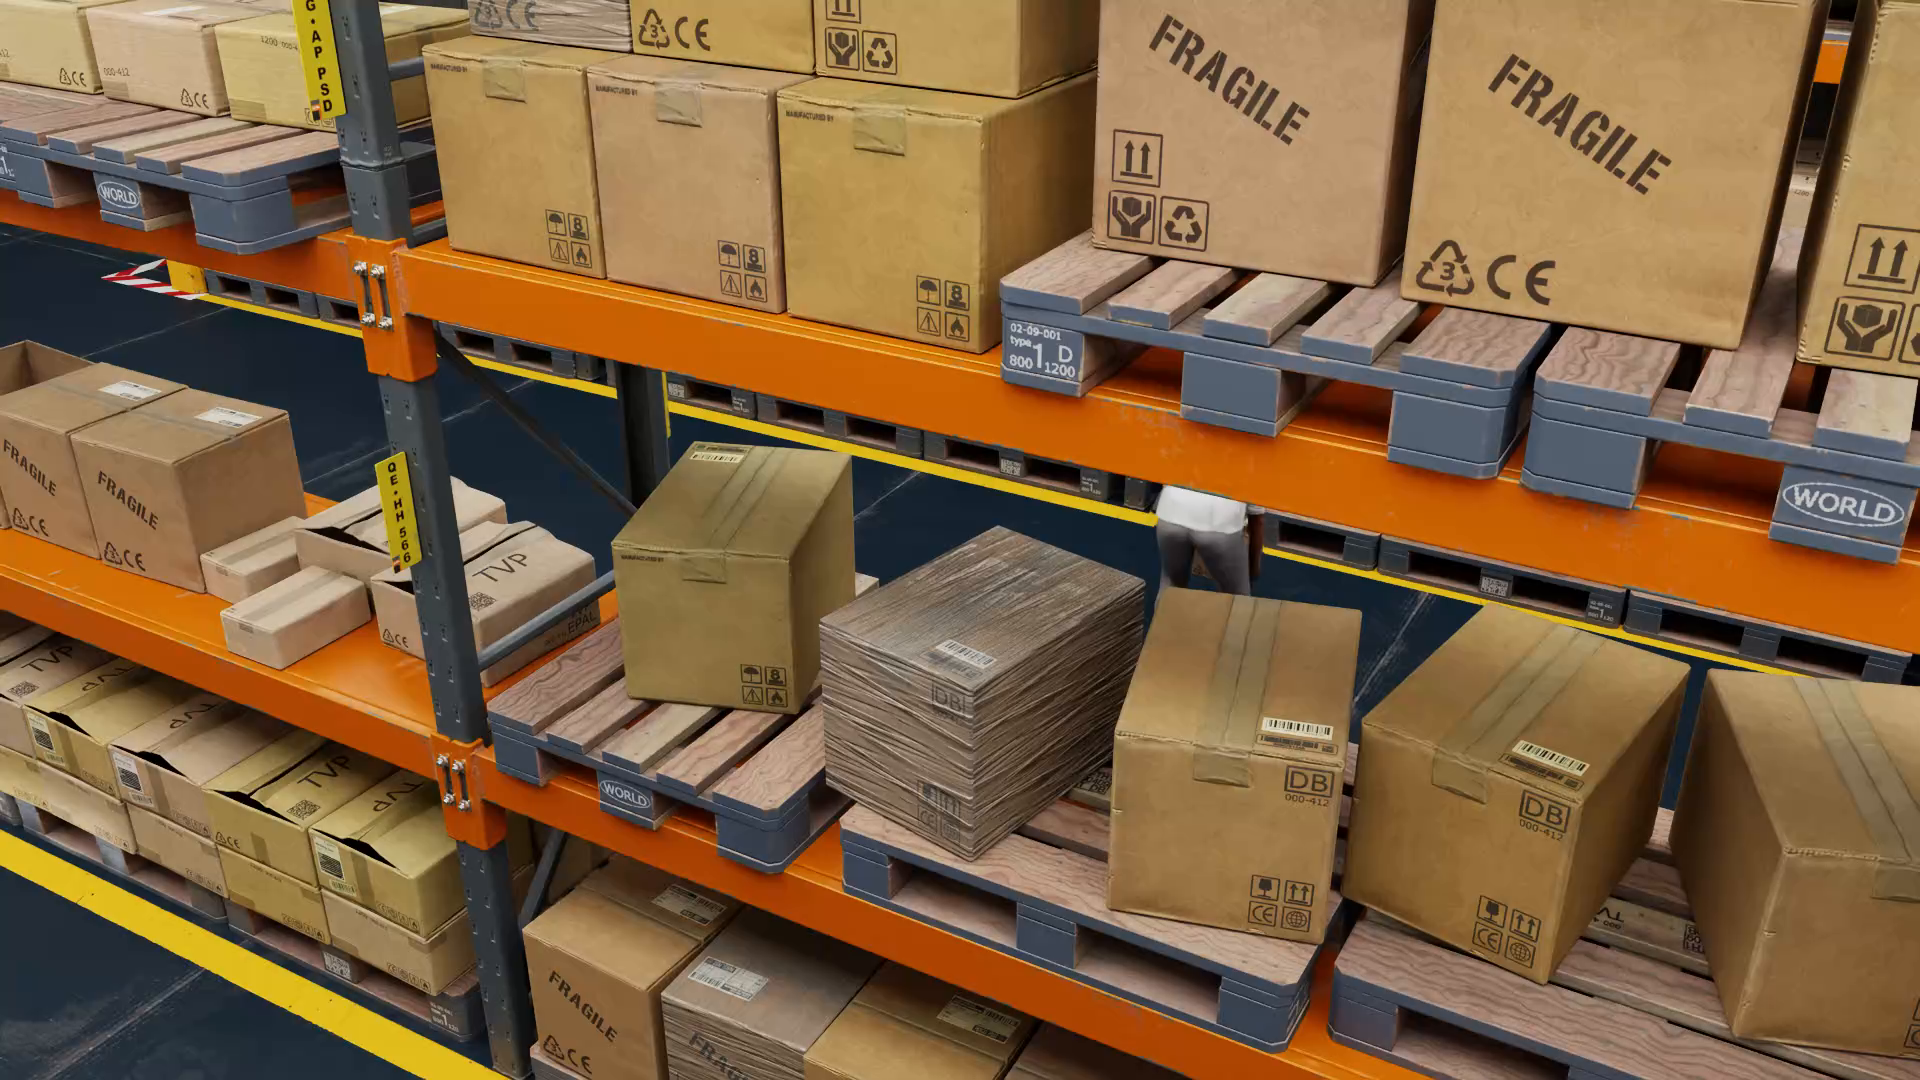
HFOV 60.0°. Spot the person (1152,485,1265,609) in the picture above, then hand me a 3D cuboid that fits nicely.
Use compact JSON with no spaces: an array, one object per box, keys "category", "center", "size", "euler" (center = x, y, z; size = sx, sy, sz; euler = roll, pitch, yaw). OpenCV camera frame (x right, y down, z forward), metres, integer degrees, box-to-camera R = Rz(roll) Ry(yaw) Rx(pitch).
[{"category":"person","center":[1.187,0.008,7.635],"size":[0.419,1.188,0.931],"euler":[13,30,25]}]
